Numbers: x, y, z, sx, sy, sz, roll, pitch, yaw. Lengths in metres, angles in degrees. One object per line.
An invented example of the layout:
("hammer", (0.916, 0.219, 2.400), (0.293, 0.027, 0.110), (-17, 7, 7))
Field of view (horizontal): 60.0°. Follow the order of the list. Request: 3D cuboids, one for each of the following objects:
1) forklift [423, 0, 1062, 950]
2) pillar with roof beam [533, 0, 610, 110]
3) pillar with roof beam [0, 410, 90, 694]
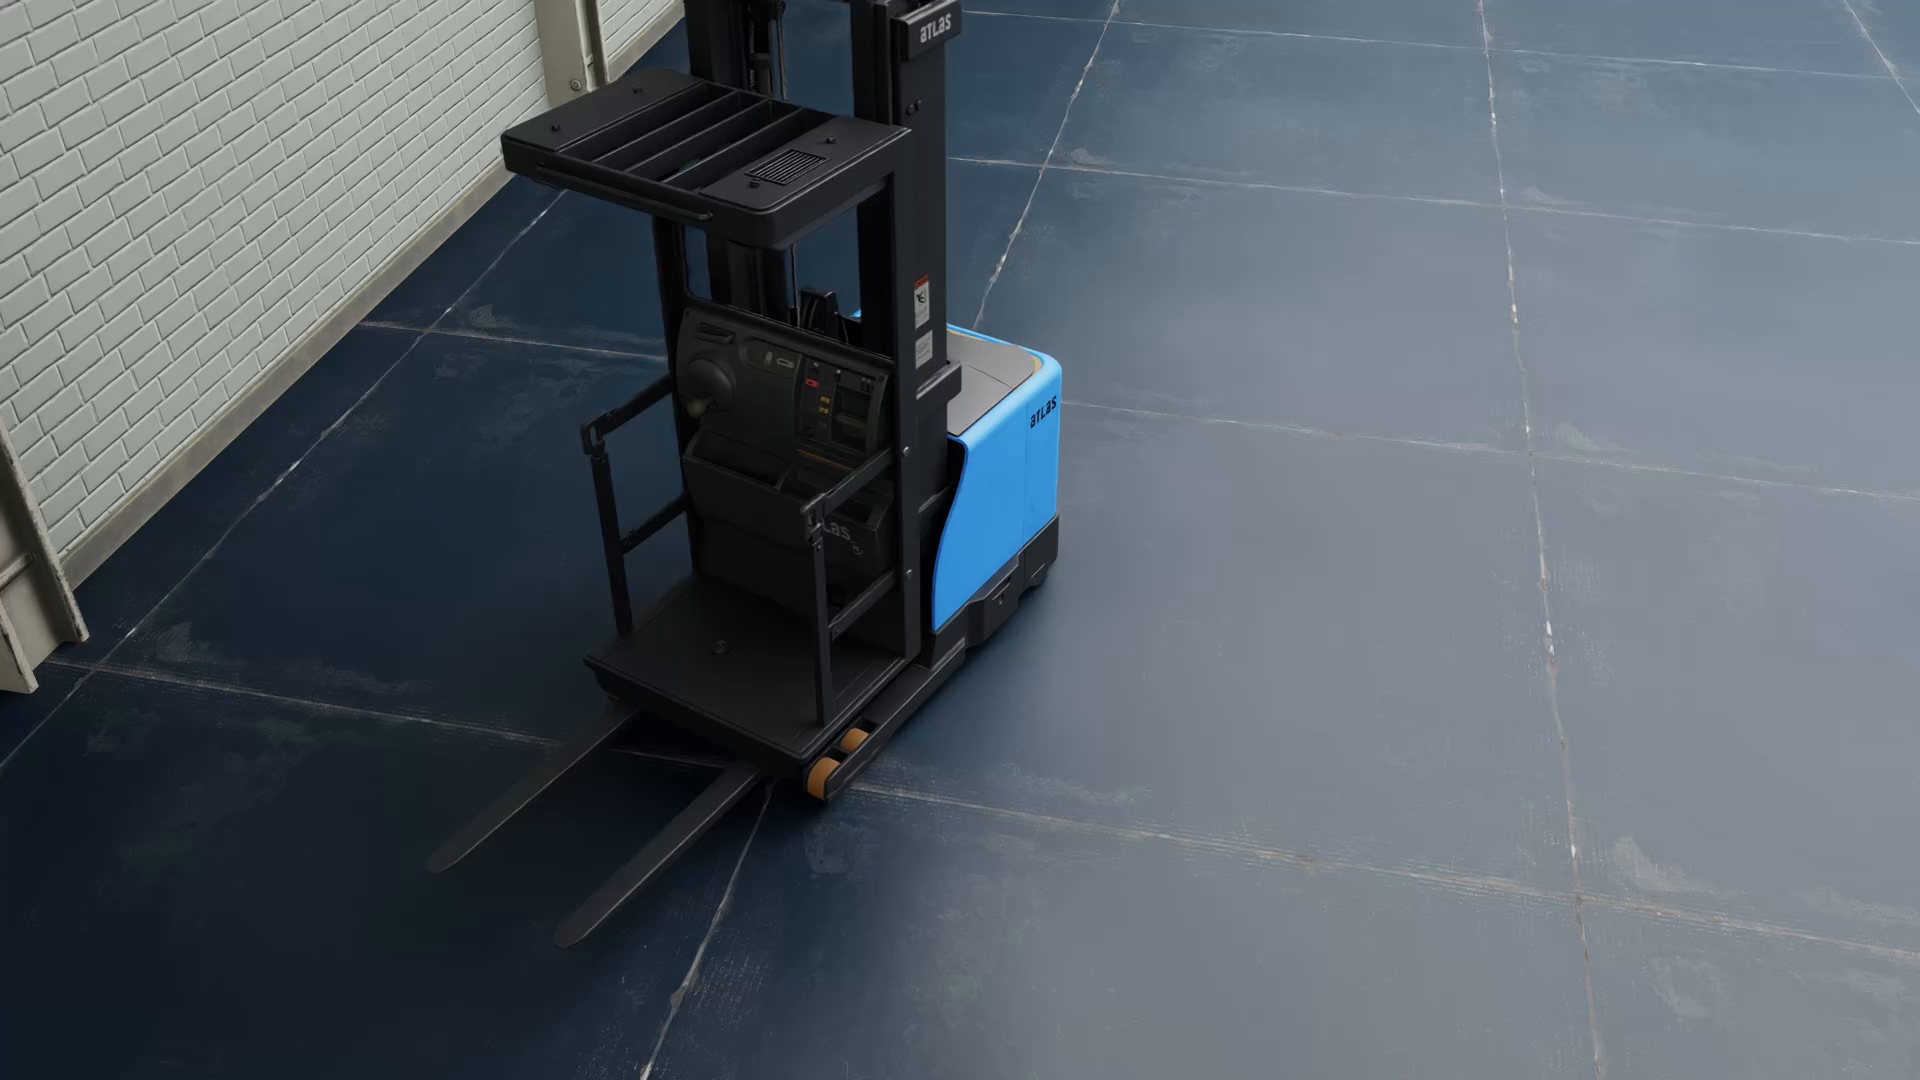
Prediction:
("forklift", (-0.775, -0.504, 5.948), (1.130, 2.935, 3.031), (21, 41, 26))
("pillar with roof beam", (1.538, -6.040, 8.416), (9.100, 9.000, 0.400), (7, 37, 10))
("pillar with roof beam", (0.256, -2.601, 3.670), (9.100, 9.000, 0.400), (7, 37, 10))
